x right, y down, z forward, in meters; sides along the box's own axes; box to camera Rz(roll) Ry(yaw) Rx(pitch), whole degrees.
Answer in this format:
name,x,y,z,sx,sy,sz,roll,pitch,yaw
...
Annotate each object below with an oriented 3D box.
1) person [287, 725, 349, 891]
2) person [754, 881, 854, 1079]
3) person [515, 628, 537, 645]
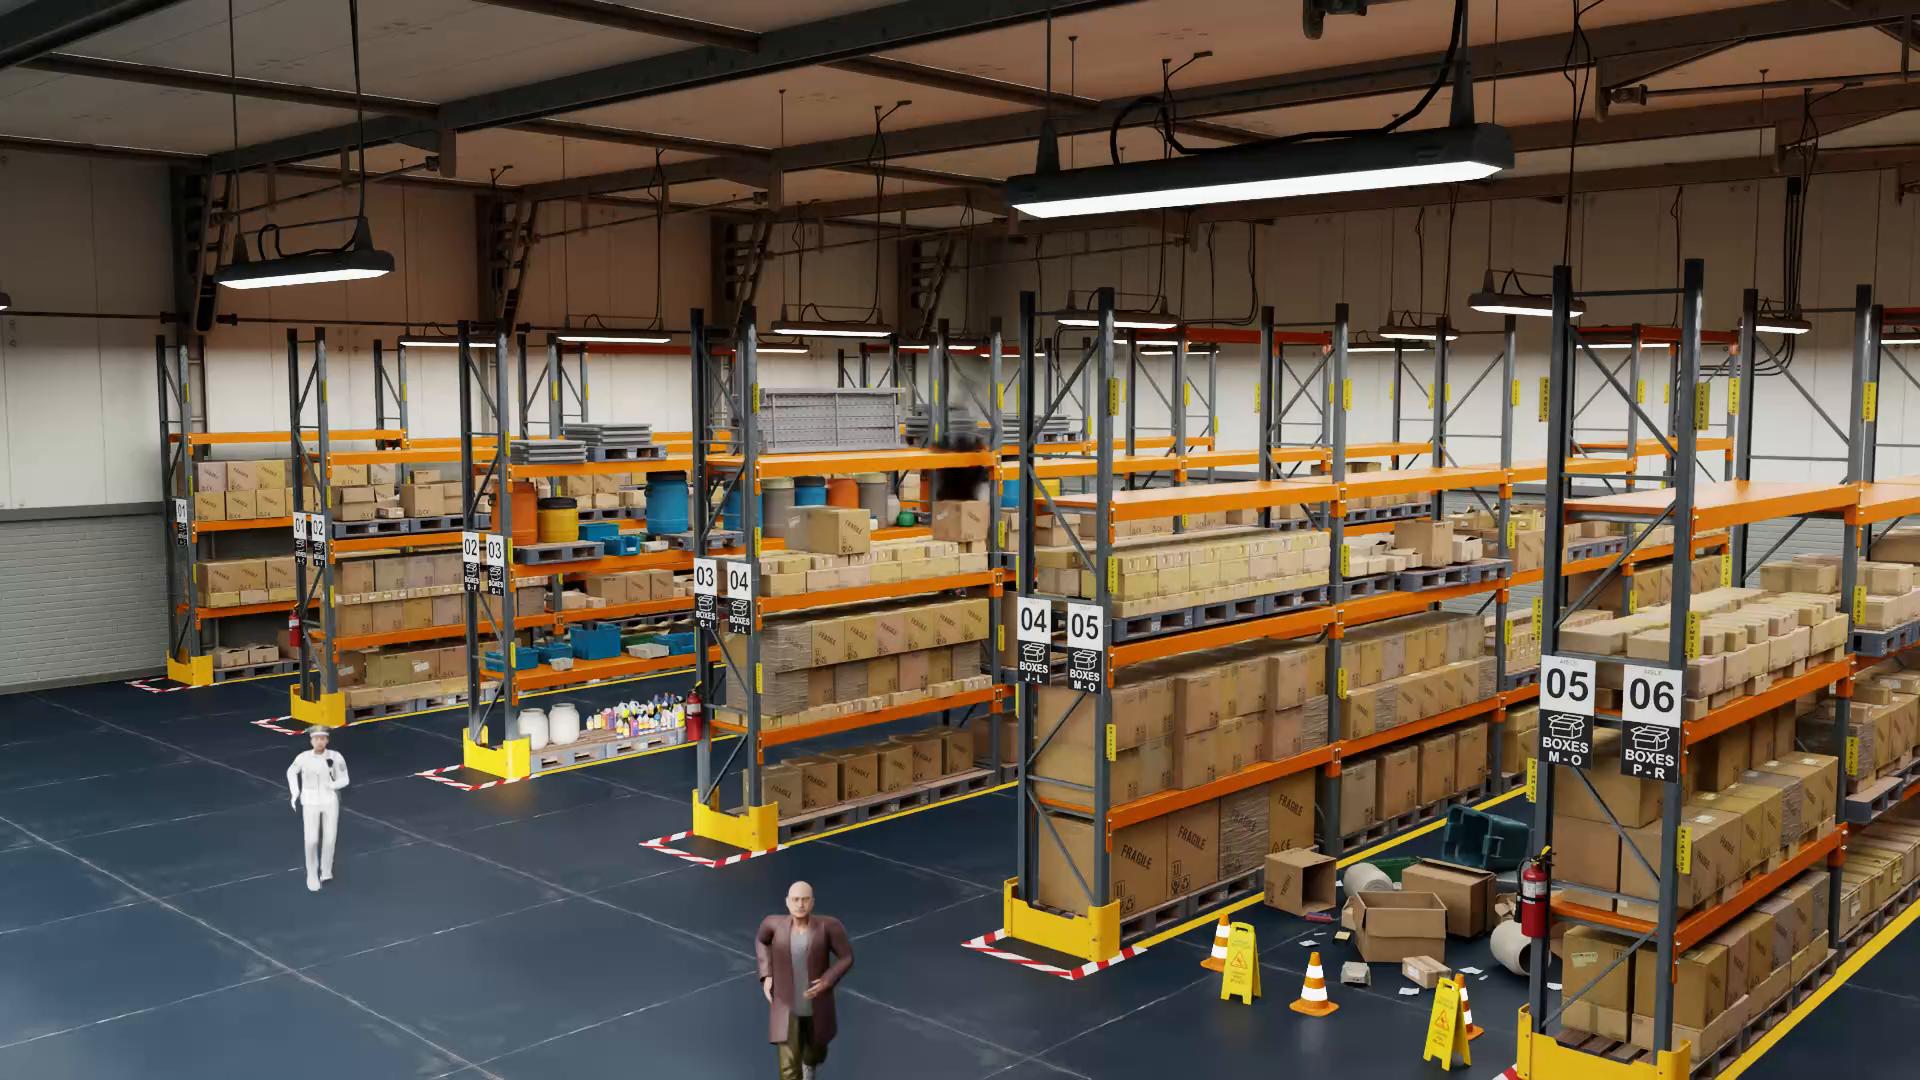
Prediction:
name,x,y,z,sx,sy,sz,roll,pitch,yaw
person,-6.552,2.731,17.017,0.579,1.700,0.685,-2,6,-23
person,-1.068,3.219,11.457,0.672,1.790,1.210,-1,5,-9
person,-8.070,1.437,30.712,0.580,1.747,0.718,4,6,33
